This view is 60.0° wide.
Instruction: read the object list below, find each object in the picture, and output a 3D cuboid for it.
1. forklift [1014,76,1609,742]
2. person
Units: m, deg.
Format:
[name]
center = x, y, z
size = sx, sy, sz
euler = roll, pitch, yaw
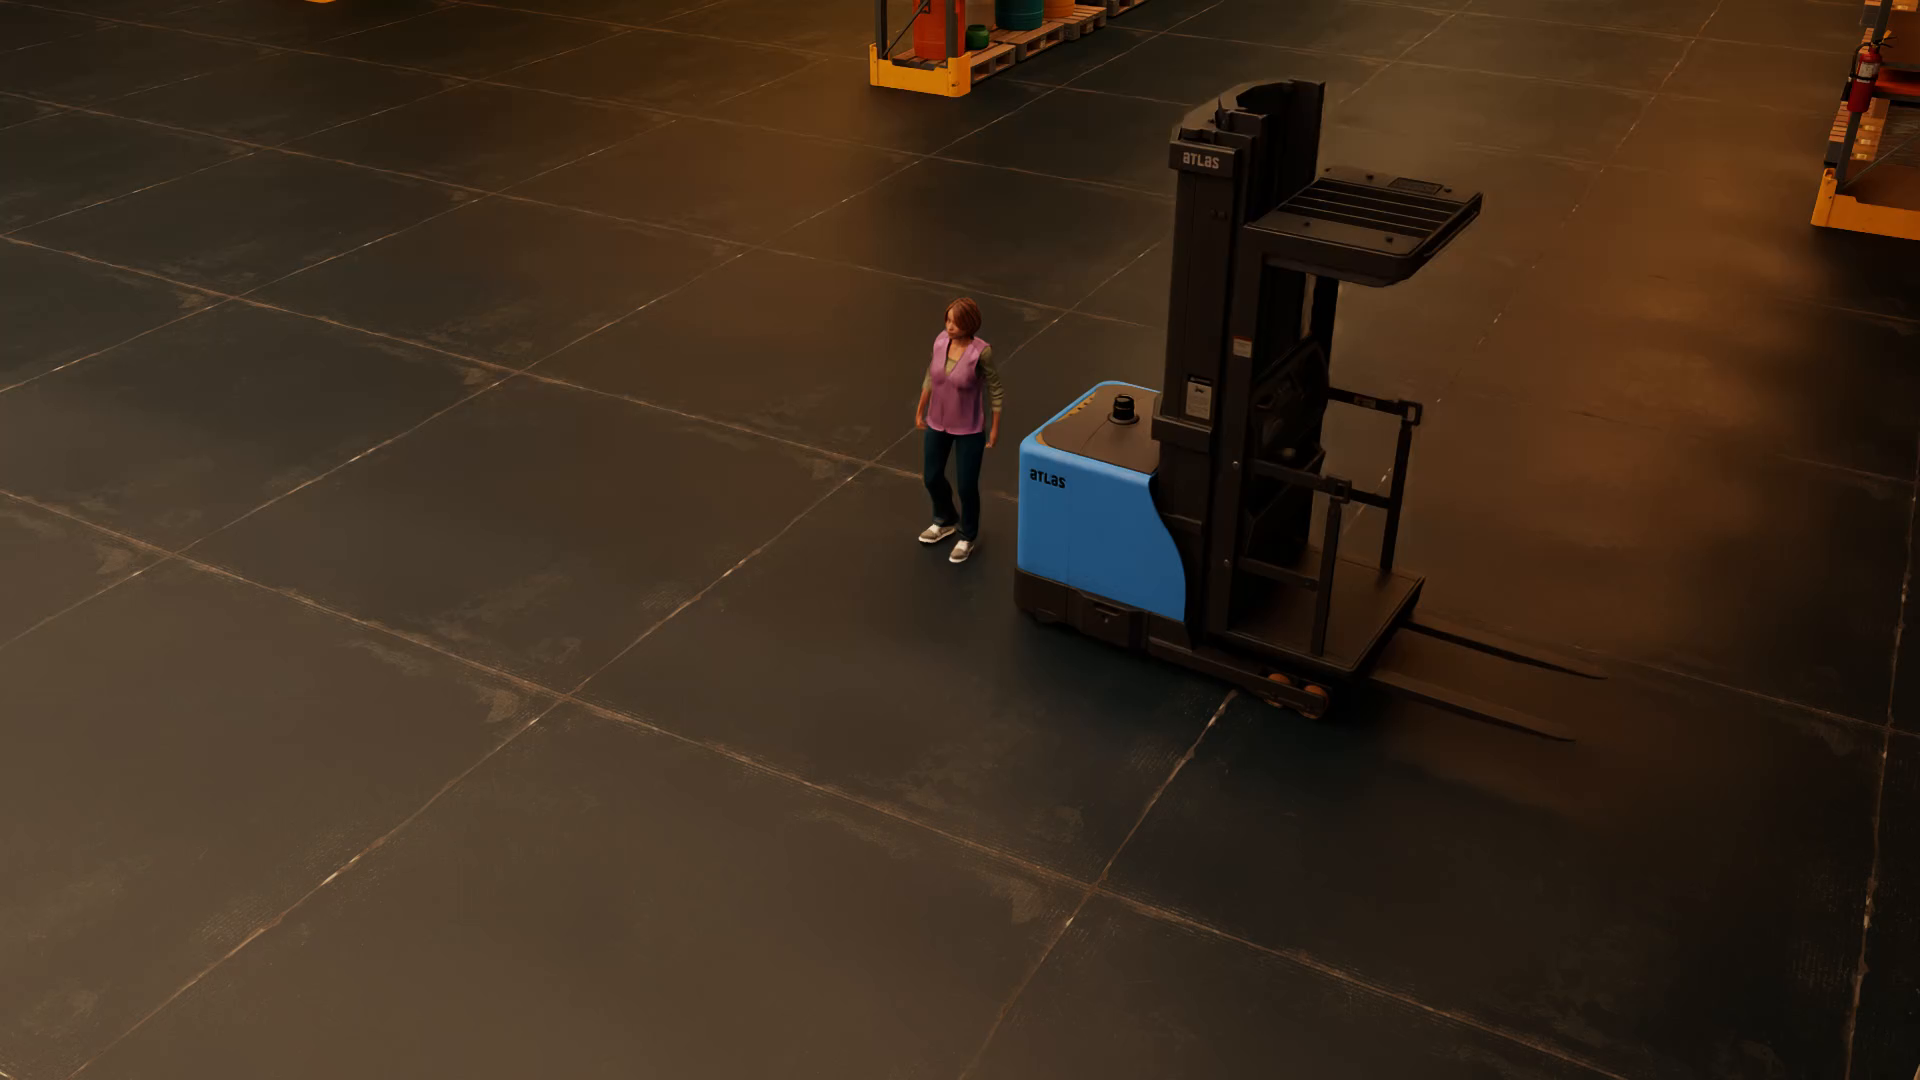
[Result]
[forklift]
center = 1.819, -0.667, 8.227
size = 3.031, 2.935, 1.130
euler = 18, 34, 28
[person]
center = -0.041, -0.642, 9.556
size = 0.518, 1.579, 0.375
euler = 16, 33, 25
